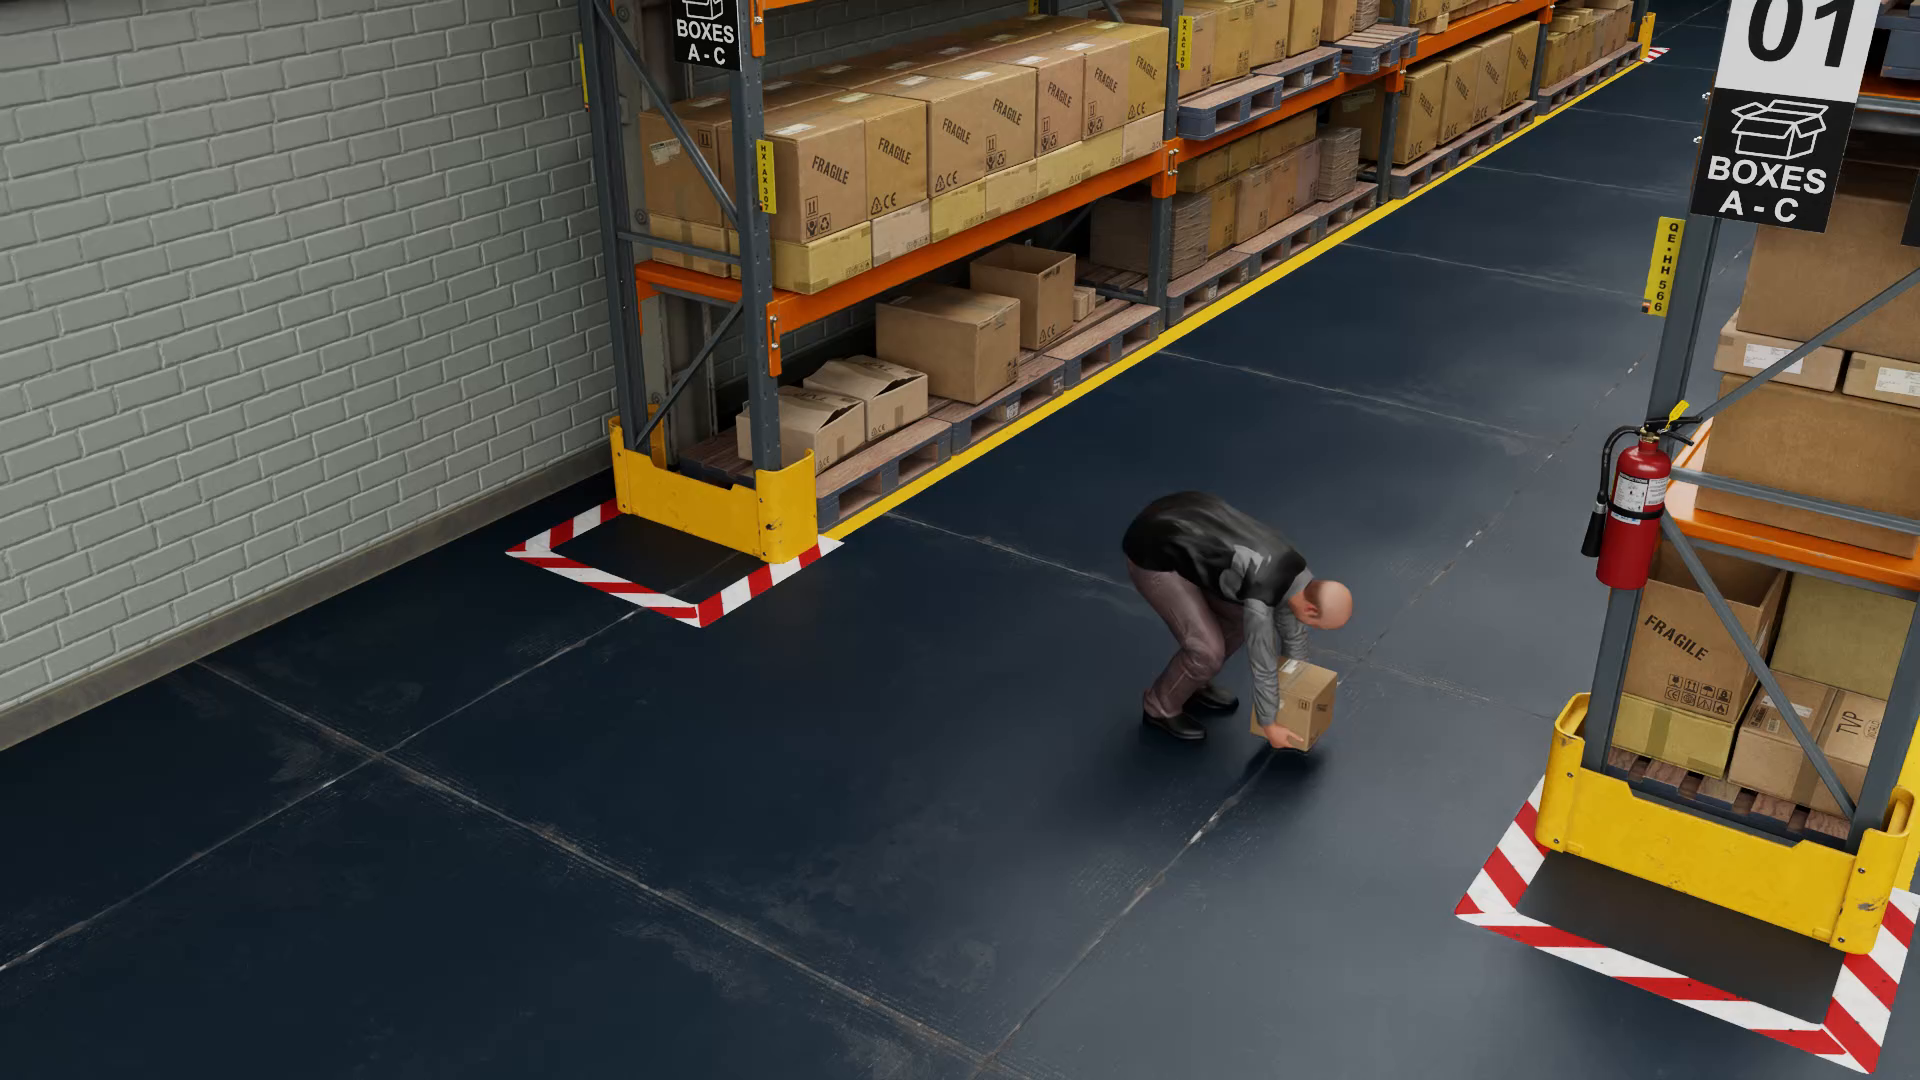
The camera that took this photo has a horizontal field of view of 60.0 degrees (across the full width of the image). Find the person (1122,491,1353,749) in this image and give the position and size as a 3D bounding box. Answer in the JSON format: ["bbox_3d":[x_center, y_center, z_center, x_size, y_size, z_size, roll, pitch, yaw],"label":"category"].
[{"bbox_3d":[1.121,0.333,6.769,0.948,1.014,0.503,16,31,28],"label":"person"}]
